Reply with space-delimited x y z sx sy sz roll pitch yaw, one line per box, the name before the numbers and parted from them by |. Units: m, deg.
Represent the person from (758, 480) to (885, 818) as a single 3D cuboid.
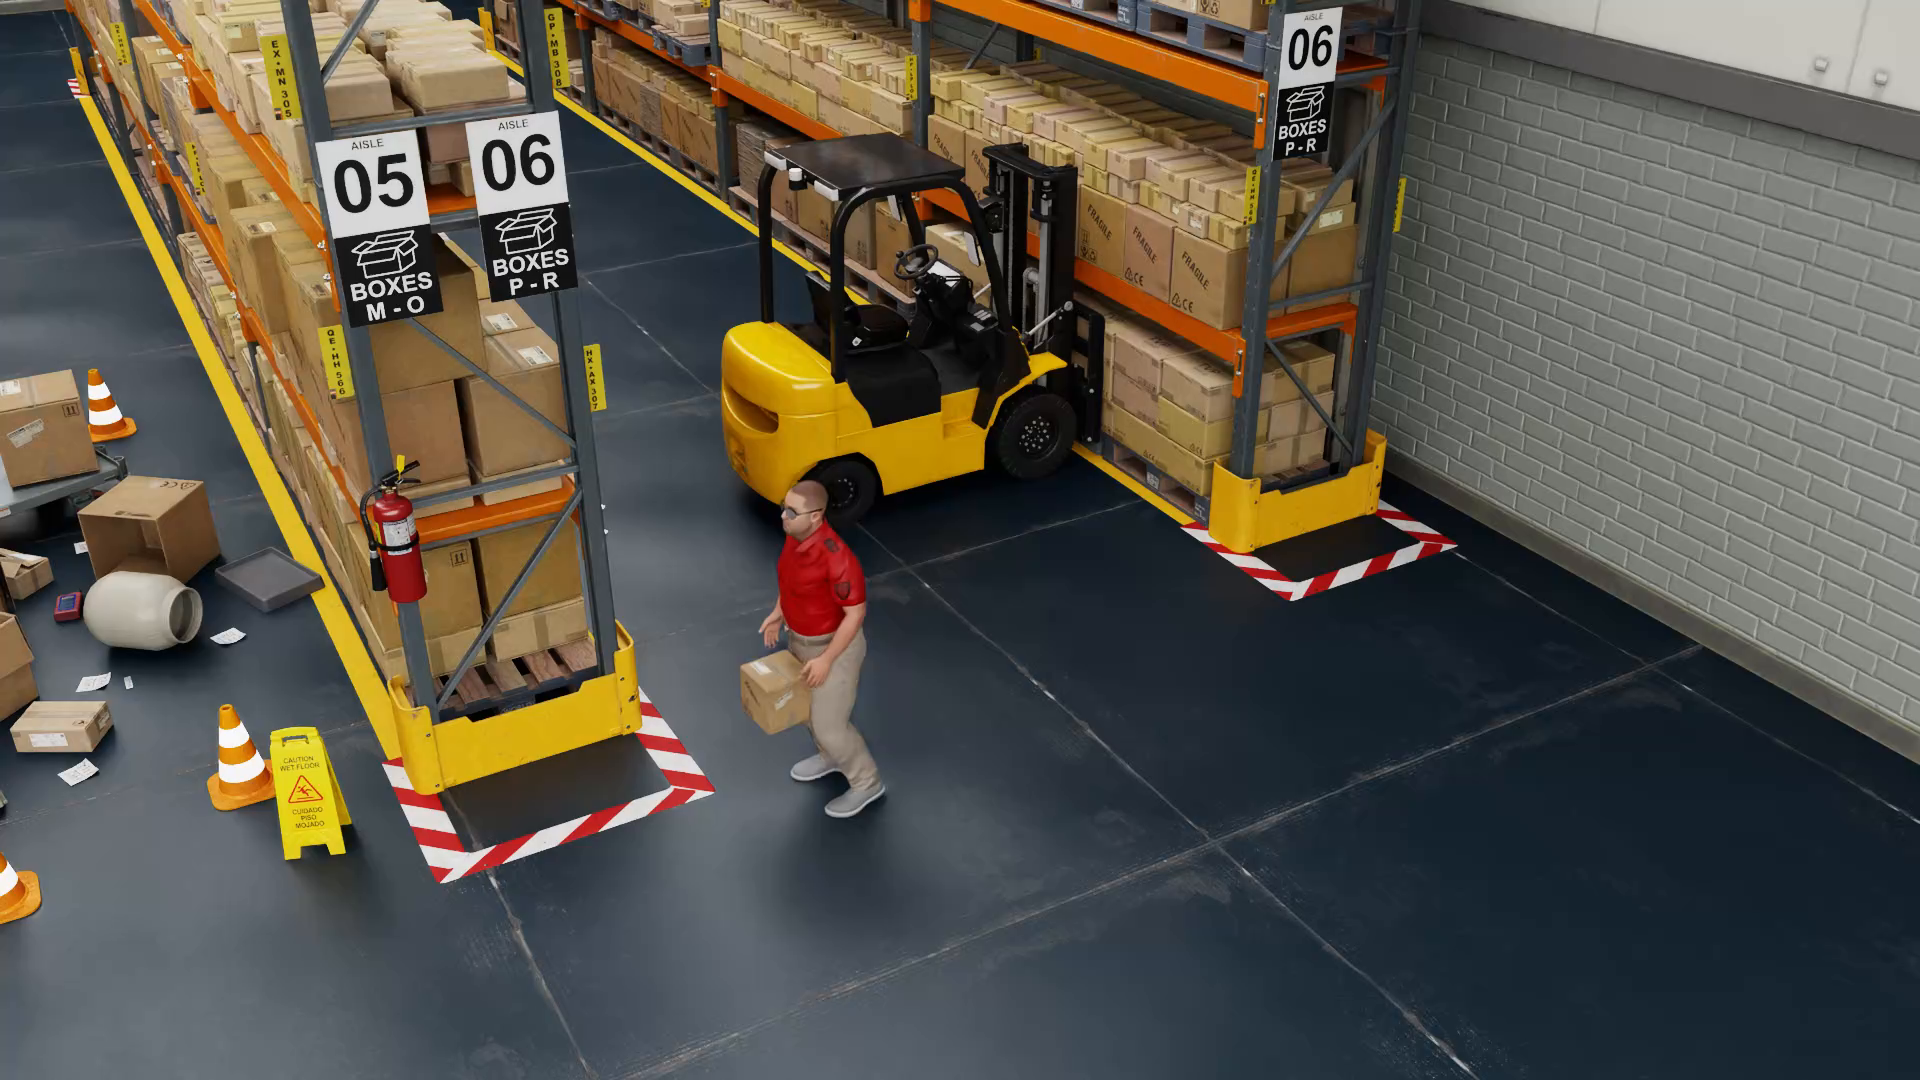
person | -0.648 0.484 7.730 0.441 1.703 0.629 -15 32 -25
